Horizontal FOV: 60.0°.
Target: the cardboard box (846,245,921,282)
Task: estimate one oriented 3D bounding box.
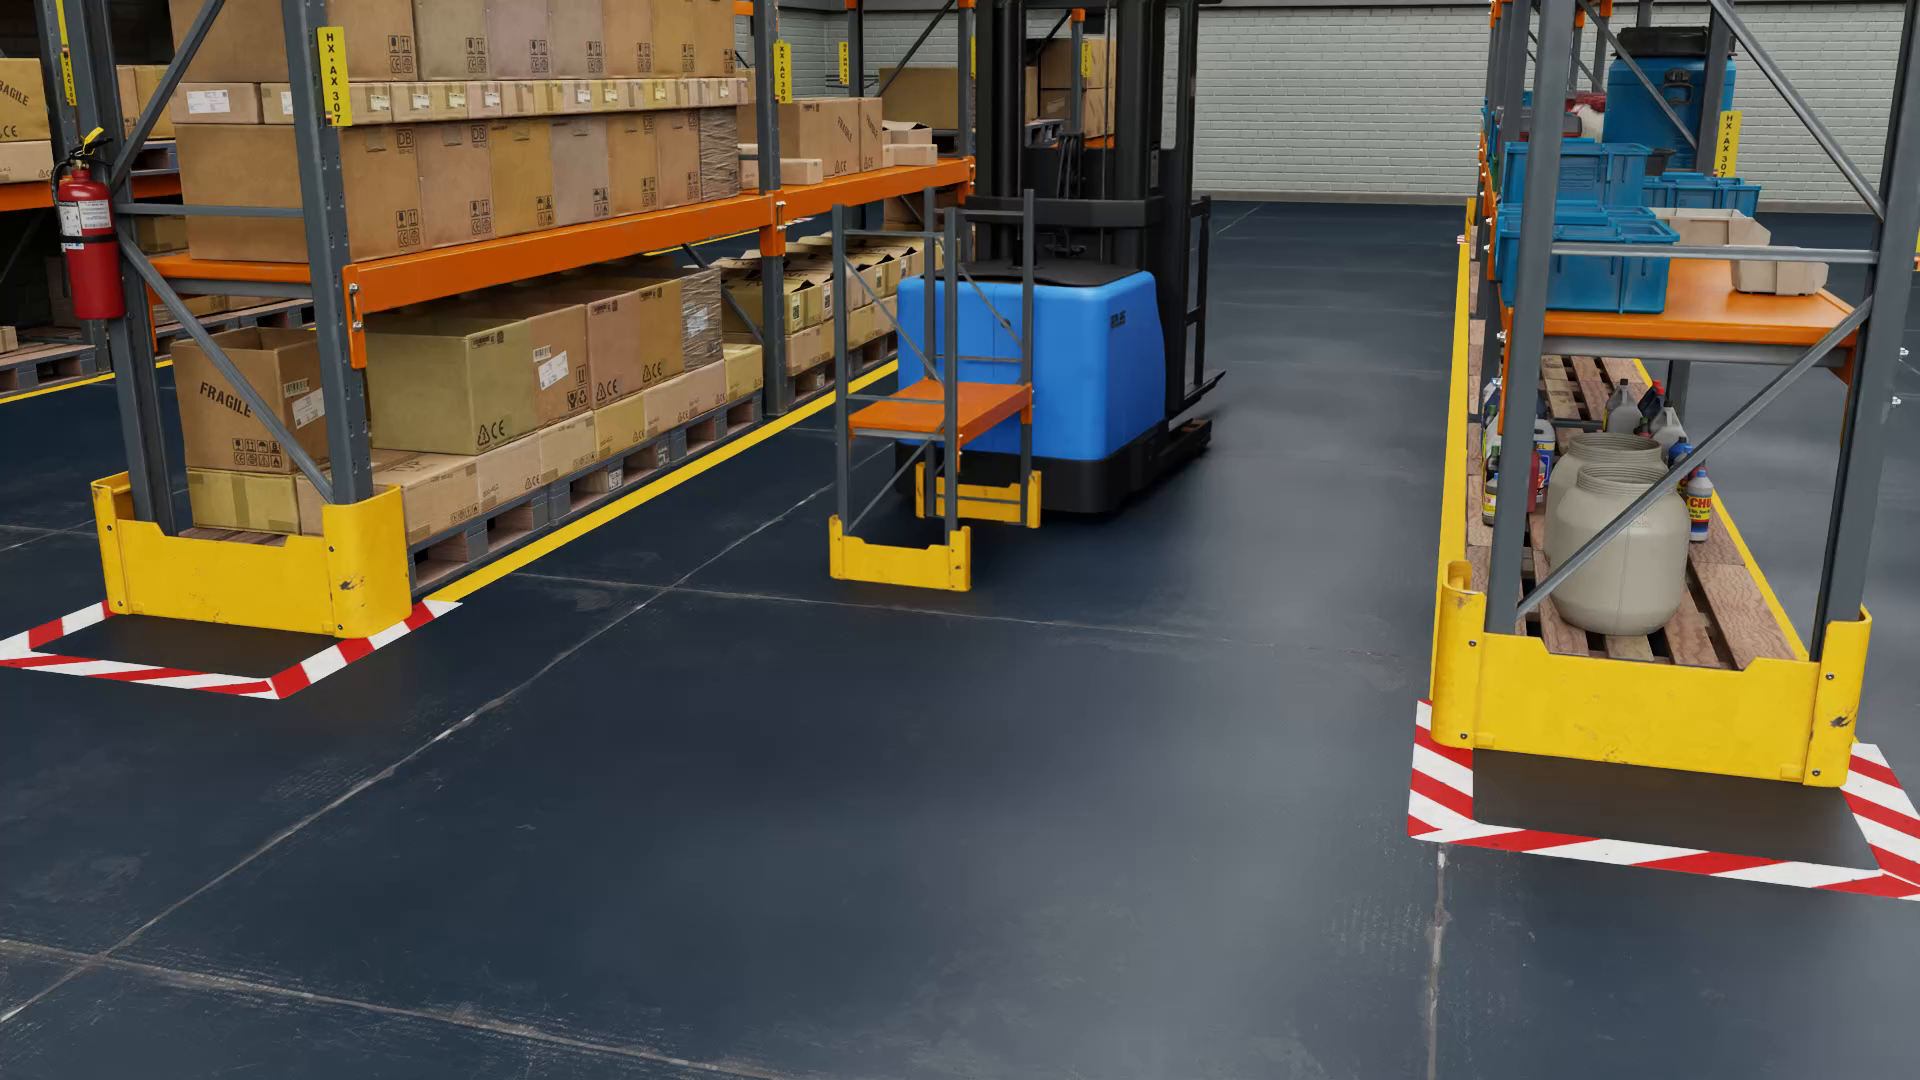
[{"bbox_3d":[-0.597,-1.993,12.100,0.500,0.311,0.500,5,16,16],"label":"cardboard box"}]

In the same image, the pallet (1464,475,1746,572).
[{"bbox_3d":[2.639,-0.003,6.952,1.003,0.211,1.213,5,16,16],"label":"pallet"}]

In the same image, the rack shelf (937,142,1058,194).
[{"bbox_3d":[0.172,-3.446,15.298,1.077,0.370,4.000,5,16,16],"label":"rack shelf"}]

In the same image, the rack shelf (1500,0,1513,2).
[{"bbox_3d":[3.783,-3.457,9.842,1.077,0.370,4.000,5,16,16],"label":"rack shelf"}]

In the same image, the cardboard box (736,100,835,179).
[{"bbox_3d":[-1.150,-2.607,10.842,0.500,0.500,0.500,6,17,20],"label":"cardboard box"}]

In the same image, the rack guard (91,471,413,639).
[{"bbox_3d":[-2.677,0.033,6.295,1.175,0.500,0.348,5,16,16],"label":"rack guard"}]

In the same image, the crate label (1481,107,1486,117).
[{"bbox_3d":[6.239,-4.886,19.254,0.416,0.233,0.303,5,16,16],"label":"crate label"}]

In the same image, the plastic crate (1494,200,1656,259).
[{"bbox_3d":[2.124,-1.042,5.780,0.499,0.251,0.408,5,16,16],"label":"plastic crate"}]

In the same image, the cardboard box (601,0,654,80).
[{"bbox_3d":[-1.939,-2.514,8.136,0.700,0.500,0.500,5,16,16],"label":"cardboard box"}]

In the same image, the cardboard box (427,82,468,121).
[{"bbox_3d":[-2.207,-1.756,6.651,0.380,0.149,0.250,5,16,16],"label":"cardboard box"}]

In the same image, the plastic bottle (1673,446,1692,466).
[{"bbox_3d":[3.018,-0.255,6.926,0.097,0.271,0.097,0,16,0],"label":"plastic bottle"}]

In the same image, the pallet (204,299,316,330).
[{"bbox_3d":[-5.719,-1.788,13.245,1.003,0.211,1.213,5,16,16],"label":"pallet"}]

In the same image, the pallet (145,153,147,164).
[{"bbox_3d":[-5.670,-3.038,12.895,1.003,0.211,1.213,5,16,16],"label":"pallet"}]

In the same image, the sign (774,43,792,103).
[{"bbox_3d":[-1.001,-2.634,9.386,0.100,0.325,0.005,5,16,16],"label":"sign"}]

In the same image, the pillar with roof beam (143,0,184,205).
[{"bbox_3d":[-2.218,-5.931,11.748,9.100,9.000,0.400,5,16,16],"label":"pillar with roof beam"}]

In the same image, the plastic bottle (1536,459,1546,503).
[{"bbox_3d":[2.442,-0.265,7.090,0.097,0.201,0.097,0,16,0],"label":"plastic bottle"}]

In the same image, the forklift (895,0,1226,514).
[{"bbox_3d":[0.728,-1.888,8.615,1.130,2.935,3.031,6,17,22],"label":"forklift"}]

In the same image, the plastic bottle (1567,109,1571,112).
[{"bbox_3d":[5.403,-3.651,14.796,0.144,0.351,0.185,5,16,16],"label":"plastic bottle"}]

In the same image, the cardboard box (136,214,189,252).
[{"bbox_3d":[-5.969,-2.284,12.286,0.500,0.250,0.500,4,16,15],"label":"cardboard box"}]

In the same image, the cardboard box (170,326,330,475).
[{"bbox_3d":[-2.803,-0.579,6.768,0.500,0.500,0.500,5,16,16],"label":"cardboard box"}]

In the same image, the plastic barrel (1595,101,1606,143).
[{"bbox_3d":[3.697,-2.135,9.112,0.433,0.535,0.433,0,16,0],"label":"plastic barrel"}]

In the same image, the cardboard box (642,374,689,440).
[{"bbox_3d":[-1.735,-0.701,8.572,0.500,0.250,0.500,5,16,16],"label":"cardboard box"}]

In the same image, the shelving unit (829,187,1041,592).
[{"bbox_3d":[-0.081,-0.679,6.974,0.587,1.500,1.083,5,17,18],"label":"shelving unit"}]

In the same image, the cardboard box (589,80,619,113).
[{"bbox_3d":[-1.840,-2.092,7.838,0.380,0.149,0.250,5,17,18],"label":"cardboard box"}]

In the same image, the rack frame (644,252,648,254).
[{"bbox_3d":[-4.010,-4.698,18.396,1.000,3.000,0.127,5,16,16],"label":"rack frame"}]

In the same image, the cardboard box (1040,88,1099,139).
[{"bbox_3d":[1.146,-4.475,17.427,0.500,0.500,0.500,5,17,17],"label":"cardboard box"}]

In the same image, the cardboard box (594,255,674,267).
[{"bbox_3d":[-1.965,-1.365,9.539,0.500,0.500,0.500,5,16,16],"label":"cardboard box"}]

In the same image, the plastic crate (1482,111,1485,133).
[{"bbox_3d":[5.780,-4.463,17.762,0.416,0.233,0.300,5,16,16],"label":"plastic crate"}]

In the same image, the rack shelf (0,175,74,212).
[{"bbox_3d":[-6.852,-1.736,9.270,1.077,0.370,4.000,5,16,16],"label":"rack shelf"}]

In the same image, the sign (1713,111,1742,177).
[{"bbox_3d":[3.739,-1.924,8.110,0.100,0.325,0.005,5,16,16],"label":"sign"}]

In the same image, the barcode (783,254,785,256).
[{"bbox_3d":[-1.061,-1.727,9.937,0.001,0.075,0.075,5,16,16],"label":"barcode"}]

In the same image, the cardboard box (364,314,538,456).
[{"bbox_3d":[-2.164,-0.669,7.087,0.500,0.500,0.500,5,16,16],"label":"cardboard box"}]

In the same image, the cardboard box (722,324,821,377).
[{"bbox_3d":[-1.181,-1.187,10.288,0.500,0.250,0.500,4,16,15],"label":"cardboard box"}]

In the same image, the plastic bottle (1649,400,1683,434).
[{"bbox_3d":[3.162,-0.448,7.462,0.144,0.351,0.185,5,16,16],"label":"plastic bottle"}]

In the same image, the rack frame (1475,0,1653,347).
[{"bbox_3d":[4.352,-2.883,11.998,1.000,3.000,0.127,5,16,16],"label":"rack frame"}]

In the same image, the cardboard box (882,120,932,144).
[{"bbox_3d":[-0.542,-3.134,13.044,0.500,0.311,0.500,6,17,19],"label":"cardboard box"}]

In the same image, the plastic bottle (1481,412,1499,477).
[{"bbox_3d":[2.413,-0.434,7.412,0.144,0.351,0.185,4,16,15],"label":"plastic bottle"}]

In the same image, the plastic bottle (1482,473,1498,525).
[{"bbox_3d":[2.180,-0.170,6.754,0.097,0.201,0.097,0,16,0],"label":"plastic bottle"}]

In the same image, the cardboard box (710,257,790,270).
[{"bbox_3d":[-1.407,-1.766,11.300,0.500,0.311,0.500,5,16,16],"label":"cardboard box"}]

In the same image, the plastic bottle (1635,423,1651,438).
[{"bbox_3d":[3.010,-0.382,7.351,0.061,0.283,0.133,5,16,16],"label":"plastic bottle"}]

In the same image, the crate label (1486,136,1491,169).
[{"bbox_3d":[3.873,-2.722,11.734,0.303,0.233,0.416,5,16,16],"label":"crate label"}]

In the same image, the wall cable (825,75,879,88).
[{"bbox_3d":[-0.923,-8.589,26.810,3.097,2.526,0.112,5,16,16],"label":"wall cable"}]

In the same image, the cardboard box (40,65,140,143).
[{"bbox_3d":[-6.106,-2.995,11.403,0.700,0.500,0.500,5,16,16],"label":"cardboard box"}]

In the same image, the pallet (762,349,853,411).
[{"bbox_3d":[-1.361,-1.076,10.736,1.003,0.211,1.213,5,16,16],"label":"pallet"}]

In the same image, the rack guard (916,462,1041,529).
[{"bbox_3d":[0.082,-0.206,7.597,0.587,0.250,0.087,5,17,18],"label":"rack guard"}]

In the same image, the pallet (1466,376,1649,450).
[{"bbox_3d":[3.401,-0.704,9.424,1.003,0.211,1.213,5,16,16],"label":"pallet"}]

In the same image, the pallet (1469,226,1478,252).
[{"bbox_3d":[6.354,-3.422,19.007,1.003,0.211,1.213,5,16,16],"label":"pallet"}]

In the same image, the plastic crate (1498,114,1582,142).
[{"bbox_3d":[3.059,-2.018,8.830,0.402,0.464,0.583,5,16,16],"label":"plastic crate"}]

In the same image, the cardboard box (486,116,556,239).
[{"bbox_3d":[-2.234,-1.612,7.332,0.700,0.500,0.500,5,17,16],"label":"cardboard box"}]

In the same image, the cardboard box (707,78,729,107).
[{"bbox_3d":[-1.477,-2.430,9.027,0.380,0.149,0.250,4,16,15],"label":"cardboard box"}]

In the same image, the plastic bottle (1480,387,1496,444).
[{"bbox_3d":[2.638,-0.602,8.140,0.152,0.276,0.135,5,17,18],"label":"plastic bottle"}]

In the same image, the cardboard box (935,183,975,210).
[{"bbox_3d":[-0.057,-3.184,15.459,0.500,0.250,0.500,4,16,15],"label":"cardboard box"}]

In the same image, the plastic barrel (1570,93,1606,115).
[{"bbox_3d":[4.510,-2.804,11.468,0.600,0.536,0.708,5,16,16],"label":"plastic barrel"}]

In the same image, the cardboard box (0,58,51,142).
[{"bbox_3d":[-6.121,-2.756,10.411,0.500,0.500,0.500,5,16,16],"label":"cardboard box"}]
